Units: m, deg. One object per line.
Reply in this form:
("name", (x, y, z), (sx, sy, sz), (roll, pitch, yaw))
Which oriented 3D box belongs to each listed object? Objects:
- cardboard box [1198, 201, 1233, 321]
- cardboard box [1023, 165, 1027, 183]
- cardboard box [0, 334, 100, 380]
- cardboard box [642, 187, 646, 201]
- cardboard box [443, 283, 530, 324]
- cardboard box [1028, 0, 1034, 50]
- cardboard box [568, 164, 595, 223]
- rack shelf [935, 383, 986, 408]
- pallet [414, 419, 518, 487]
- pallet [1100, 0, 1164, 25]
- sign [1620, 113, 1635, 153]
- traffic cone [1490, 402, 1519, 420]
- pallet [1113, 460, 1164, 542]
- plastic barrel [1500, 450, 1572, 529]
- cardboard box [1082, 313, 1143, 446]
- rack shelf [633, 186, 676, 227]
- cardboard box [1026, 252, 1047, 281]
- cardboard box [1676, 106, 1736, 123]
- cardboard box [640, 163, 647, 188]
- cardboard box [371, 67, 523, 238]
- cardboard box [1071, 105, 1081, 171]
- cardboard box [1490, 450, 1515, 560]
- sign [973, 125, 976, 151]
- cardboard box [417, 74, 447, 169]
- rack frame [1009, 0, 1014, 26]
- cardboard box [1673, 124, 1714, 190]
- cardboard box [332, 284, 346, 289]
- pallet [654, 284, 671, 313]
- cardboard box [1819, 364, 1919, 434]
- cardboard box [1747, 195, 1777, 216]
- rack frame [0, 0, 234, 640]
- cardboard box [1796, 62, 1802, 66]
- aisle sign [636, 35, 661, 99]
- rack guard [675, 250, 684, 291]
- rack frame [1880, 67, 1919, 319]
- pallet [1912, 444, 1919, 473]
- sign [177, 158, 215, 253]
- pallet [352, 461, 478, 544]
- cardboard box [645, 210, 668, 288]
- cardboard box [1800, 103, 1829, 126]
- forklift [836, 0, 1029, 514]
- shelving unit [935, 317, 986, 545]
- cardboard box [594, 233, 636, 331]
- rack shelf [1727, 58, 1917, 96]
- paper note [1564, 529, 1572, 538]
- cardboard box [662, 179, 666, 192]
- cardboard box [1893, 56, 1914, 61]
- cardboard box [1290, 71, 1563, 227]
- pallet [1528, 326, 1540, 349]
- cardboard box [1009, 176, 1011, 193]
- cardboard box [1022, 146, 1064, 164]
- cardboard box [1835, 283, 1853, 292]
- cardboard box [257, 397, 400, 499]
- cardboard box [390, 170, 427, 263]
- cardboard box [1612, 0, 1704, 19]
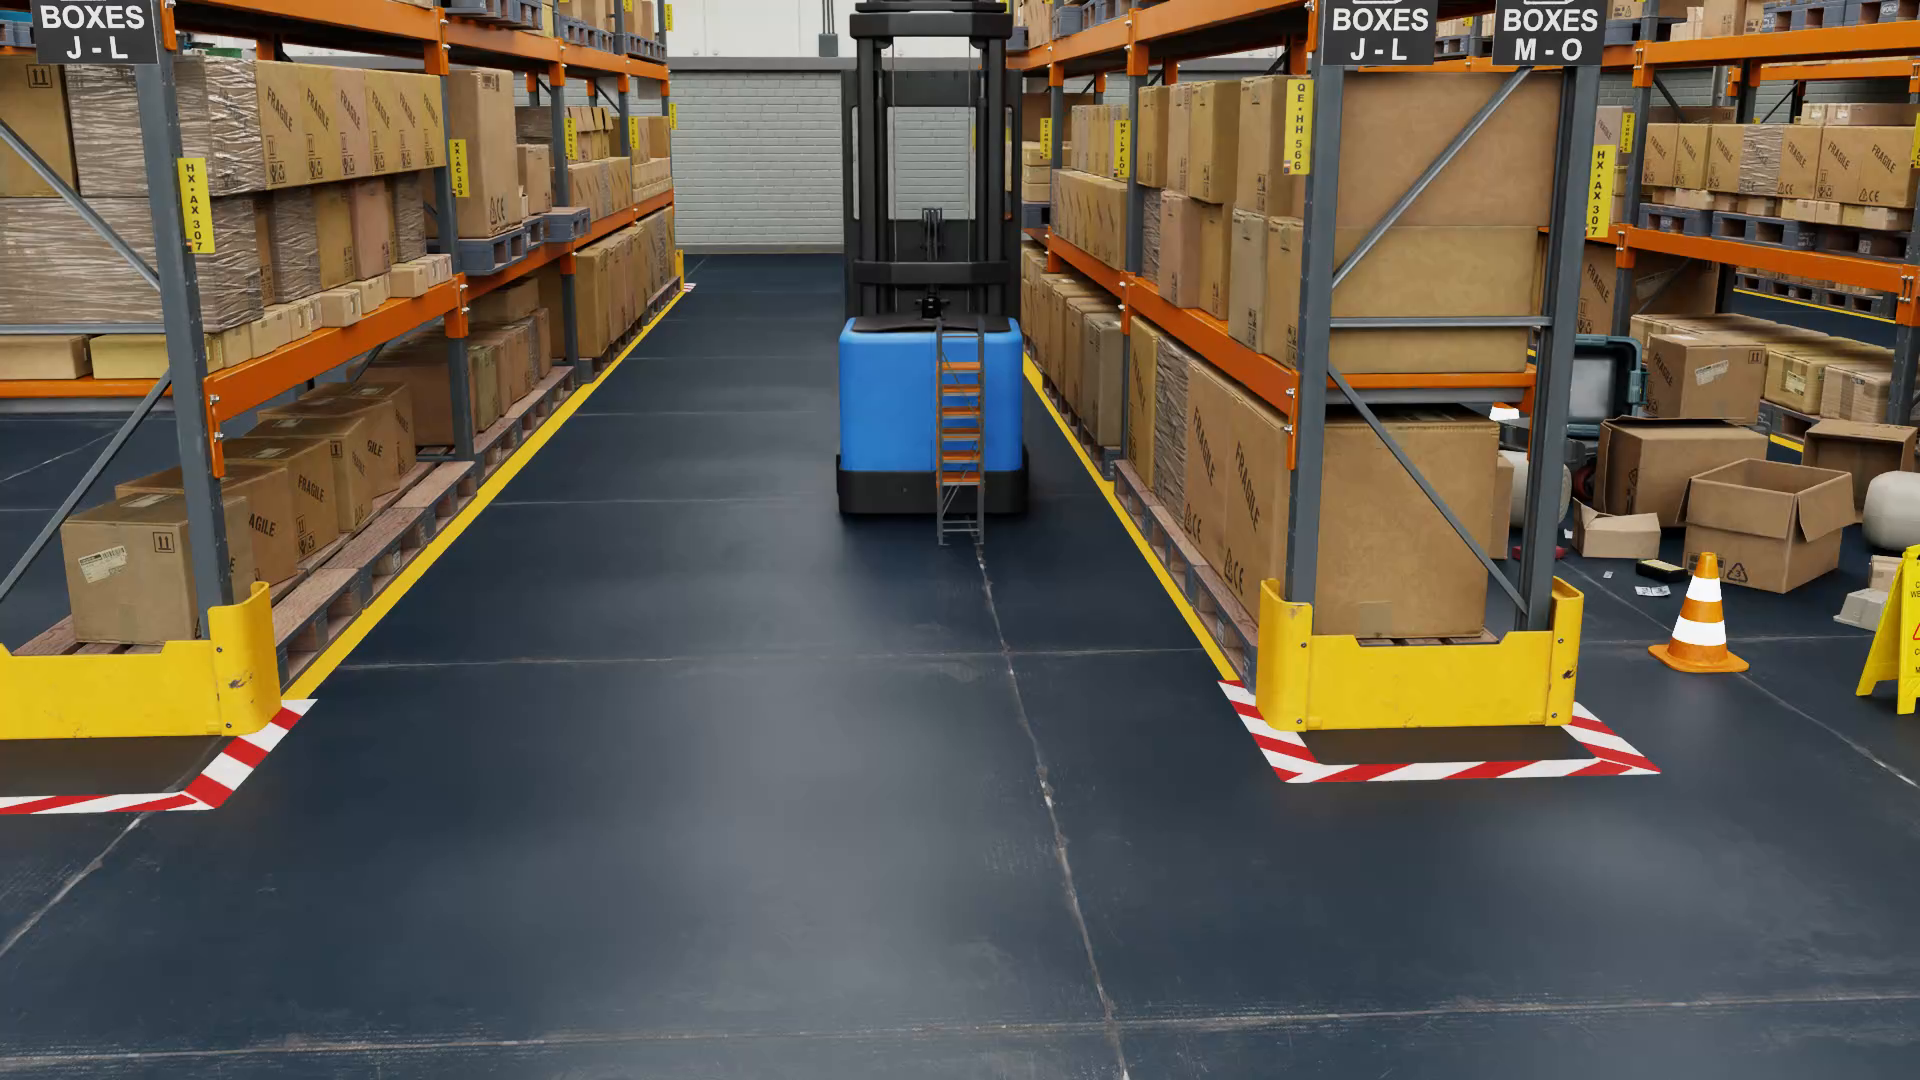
("cardboard box", (1.637, -1.364, 8.008), (0.875, 0.550, 0.500), (-1, 14, -3))
("cardboard box", (0.746, -3.189, 14.465), (0.380, 0.149, 0.250), (0, 14, -1))
("cardboard box", (-3.436, -0.686, 6.177), (0.380, 0.149, 0.250), (-1, 14, -3))
("cardboard box", (-3.675, -3.812, 18.327), (0.380, 0.149, 0.250), (0, 14, -2))
("cardboard box", (-3.593, -1.797, 12.620), (0.500, 0.250, 0.500), (1, 14, 3))
("cardboard box", (0.889, -4.669, 14.931), (0.500, 0.500, 0.500), (-1, 14, -3))
("cardboard box", (-3.501, -3.031, 14.587), (0.500, 0.500, 0.500), (-1, 14, -5))
("rack shelf", (0.001, -0.767, 8.814), (0.258, 0.103, 0.180), (-1, 14, -3))
("pallet", (-3.510, -0.578, 10.848), (1.003, 0.211, 1.213), (-1, 14, -3))
("pallet", (1.391, -3.373, 10.482), (0.805, 0.209, 1.217), (-1, 15, -6))
("sign", (5.629, -3.434, 14.029), (0.100, 0.325, 0.005), (-1, 14, -3))
("traffic cone", (3.941, -1.003, 11.994), (0.336, 0.463, 0.334), (-1, 14, -3))
("pallet", (1.466, -0.245, 9.556), (1.003, 0.211, 1.213), (-1, 14, -3))
("plastic barrel", (3.098, -0.280, 9.265), (0.512, 0.421, 0.421), (10, 18, 35))
("cardboard box", (1.369, -1.053, 10.771), (1.050, 0.750, 0.750), (-1, 14, -4))
("rack shelf", (-4.079, -3.873, 19.504), (1.077, 0.370, 4.000), (-1, 14, -3))
("cardboard box", (0.887, -2.555, 15.606), (0.500, 0.250, 0.500), (-1, 14, -2))
("cardboard box", (6.397, -3.542, 14.564), (0.500, 0.500, 0.500), (-1, 14, -5))
("cardboard box", (-3.749, -4.040, 18.414), (0.500, 0.250, 0.500), (-1, 14, -4))
("cardboard box", (-3.369, -2.428, 10.398), (1.000, 1.000, 1.000), (-1, 14, -3))
("cardboard box", (1.267, -3.202, 13.243), (0.700, 0.500, 0.500), (-1, 14, -4))
("cardboard box", (2.617, -0.207, 8.821), (0.500, 0.500, 0.500), (2, 15, 6))
("sign", (0.212, -5.181, 21.407), (0.100, 0.325, 0.005), (-1, 14, -3))
("cardboard box", (-3.157, -2.304, 9.156), (0.500, 0.500, 0.500), (-1, 14, -3))
("rack frame", (1.001, -6.681, 16.934), (1.000, 3.000, 0.127), (-1, 14, -3))
("cardboard box", (6.019, -3.033, 13.156), (0.500, 0.500, 0.500), (0, 14, -1))
("cardboard box", (-3.136, -1.127, 7.893), (0.380, 0.149, 0.250), (-1, 14, -3))
("pallet", (-4.003, -2.868, 19.751), (1.003, 0.211, 1.213), (-1, 14, -3))
("cardboard box", (6.396, -0.949, 11.125), (0.950, 0.372, 0.625), (-1, 14, -3))
("cardboard box", (6.070, -2.478, 12.298), (0.380, 0.149, 0.250), (0, 14, -2))
("rack frame", (-3.212, -0.740, 5.882), (1.000, 3.000, 0.127), (-1, 14, -3))
("cardboard box", (10.484, -5.880, 20.343), (0.380, 0.149, 0.250), (-1, 14, -4))
("aisle sign", (-3.908, -6.001, 21.111), (0.394, 0.787, 0.004), (-1, 14, -3))
("rack guard", (-4.205, -3.514, 21.682), (1.175, 0.500, 0.348), (-1, 14, -3))
("rack frame", (10.889, -3.955, 18.377), (1.000, 3.000, 0.127), (-1, 14, -3))
("pallet", (6.508, -0.371, 10.044), (1.003, 0.211, 1.213), (-1, 14, -3))
("sign", (-2.671, -1.168, 5.807), (0.100, 0.325, 0.005), (-1, 14, -3))
("pallet", (-3.383, -0.218, 9.449), (1.003, 0.211, 1.213), (-1, 14, -3))
("cardboard box", (-4.028, -3.509, 20.067), (0.875, 0.875, 0.875), (-1, 14, -3))
("cardboard box", (6.081, -2.948, 11.522), (0.380, 0.149, 0.250), (-2, 15, -6))
("forklift", (-0.170, -1.876, 10.435), (1.130, 2.935, 3.031), (0, 14, 0))
("shelving unit", (0.001, -0.577, 8.863), (0.258, 1.200, 0.189), (-1, 14, -3))
("cardboard box", (-3.840, -2.518, 16.213), (1.225, 0.875, 0.875), (-1, 14, -5))
("rack shelf", (10.765, -5.557, 20.026), (1.077, 0.370, 4.000), (-1, 14, -3))
("paper note", (3.407, -0.035, 9.117), (0.172, 0.023, 0.155), (4, 15, 16))
("cardboard box", (-3.806, -4.324, 20.318), (0.380, 0.149, 0.250), (-1, 14, -2))
("cardboard box", (10.572, -5.371, 18.365), (0.380, 0.149, 0.250), (-1, 14, -4))
("cardboard box", (1.760, -1.480, 6.290), (0.875, 0.550, 0.550), (-1, 14, -3))
("pallet", (6.137, -2.032, 16.500), (1.003, 0.211, 1.213), (-1, 14, -3))
("cardboard box", (0.665, -3.365, 15.746), (0.380, 0.149, 0.250), (-2, 15, -6))
("cardboard box", (0.731, -3.393, 14.662), (0.380, 0.149, 0.250), (0, 14, -2))
("cardboard box", (10.539, -3.057, 19.532), (0.396, 0.266, 0.258), (0, 14, -1))
("cardboard box", (-3.432, -0.485, 9.065), (0.500, 0.500, 0.500), (4, 15, 14))
("cardboard box", (-3.494, -1.814, 9.260), (0.875, 0.500, 0.500), (-1, 14, -3))
("cardboard box", (6.009, -4.680, 14.126), (0.797, 0.503, 0.637), (-2, 15, -7))
